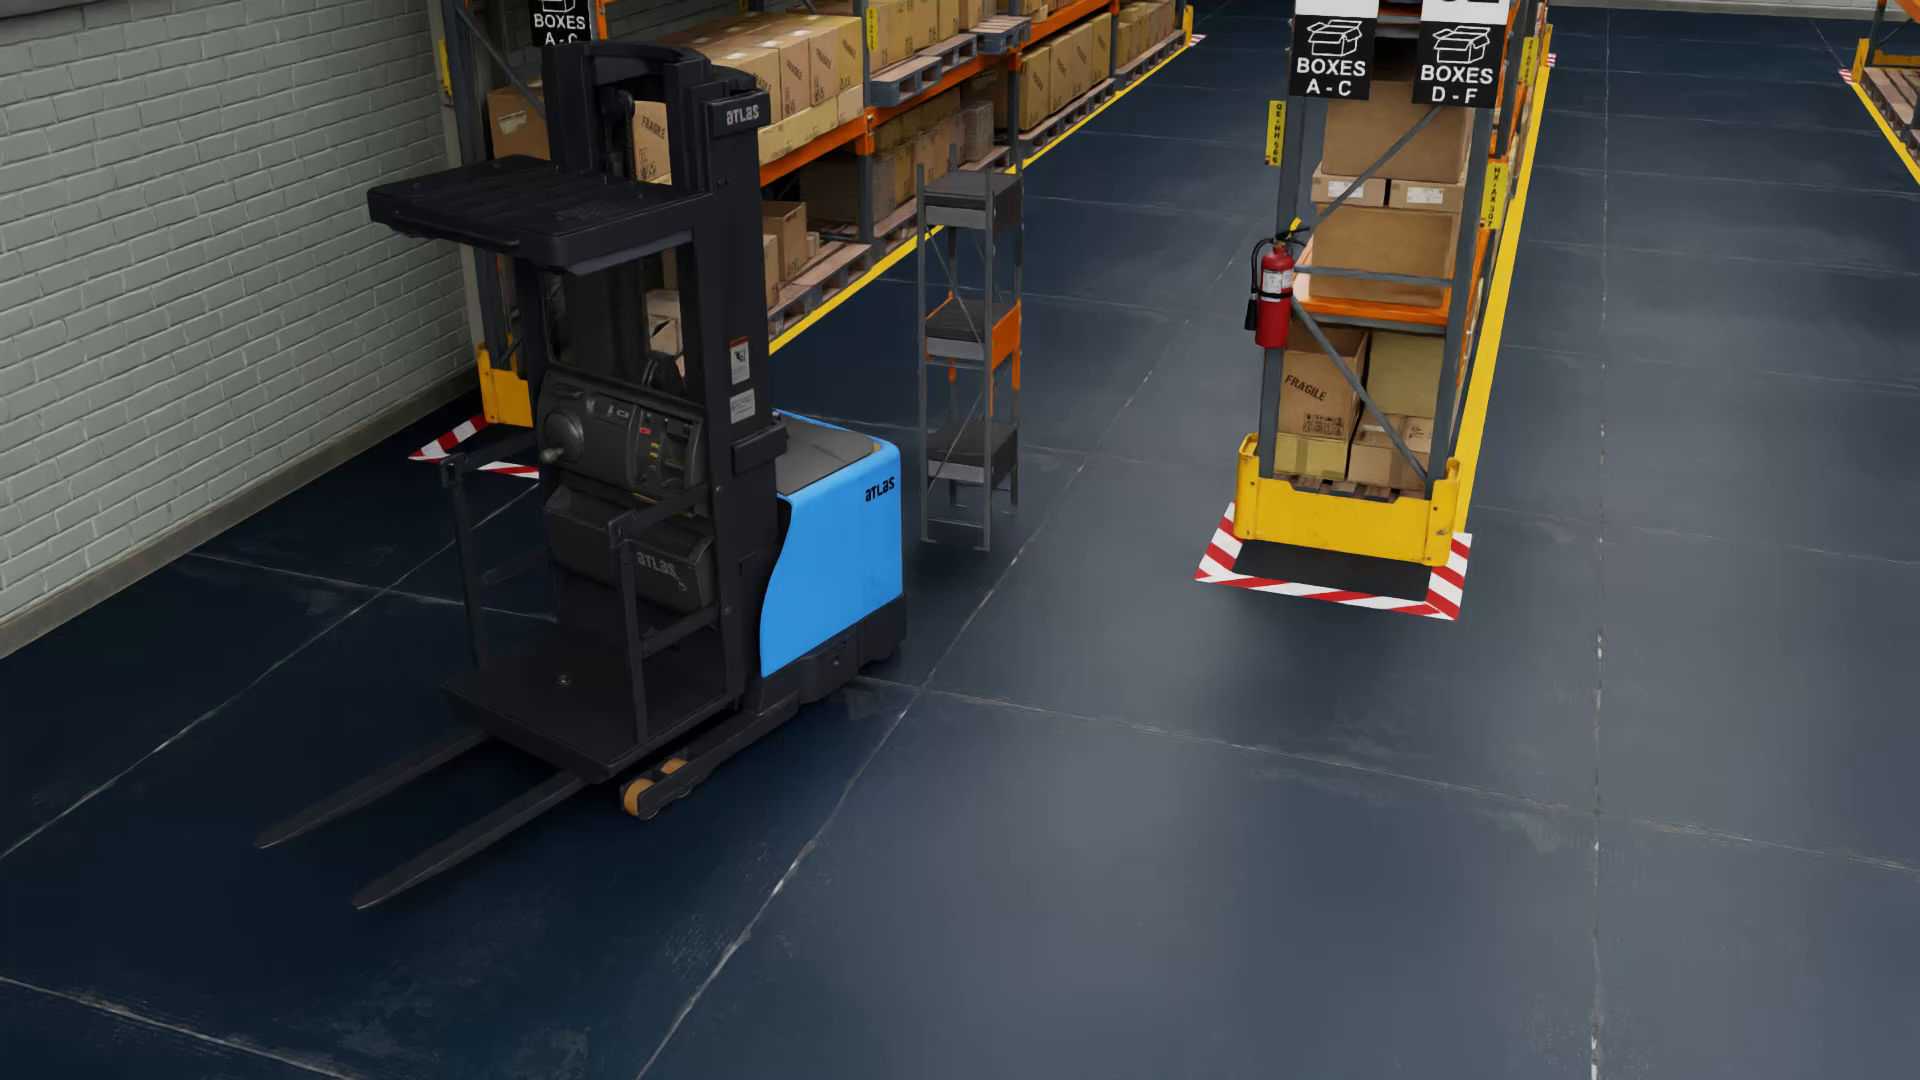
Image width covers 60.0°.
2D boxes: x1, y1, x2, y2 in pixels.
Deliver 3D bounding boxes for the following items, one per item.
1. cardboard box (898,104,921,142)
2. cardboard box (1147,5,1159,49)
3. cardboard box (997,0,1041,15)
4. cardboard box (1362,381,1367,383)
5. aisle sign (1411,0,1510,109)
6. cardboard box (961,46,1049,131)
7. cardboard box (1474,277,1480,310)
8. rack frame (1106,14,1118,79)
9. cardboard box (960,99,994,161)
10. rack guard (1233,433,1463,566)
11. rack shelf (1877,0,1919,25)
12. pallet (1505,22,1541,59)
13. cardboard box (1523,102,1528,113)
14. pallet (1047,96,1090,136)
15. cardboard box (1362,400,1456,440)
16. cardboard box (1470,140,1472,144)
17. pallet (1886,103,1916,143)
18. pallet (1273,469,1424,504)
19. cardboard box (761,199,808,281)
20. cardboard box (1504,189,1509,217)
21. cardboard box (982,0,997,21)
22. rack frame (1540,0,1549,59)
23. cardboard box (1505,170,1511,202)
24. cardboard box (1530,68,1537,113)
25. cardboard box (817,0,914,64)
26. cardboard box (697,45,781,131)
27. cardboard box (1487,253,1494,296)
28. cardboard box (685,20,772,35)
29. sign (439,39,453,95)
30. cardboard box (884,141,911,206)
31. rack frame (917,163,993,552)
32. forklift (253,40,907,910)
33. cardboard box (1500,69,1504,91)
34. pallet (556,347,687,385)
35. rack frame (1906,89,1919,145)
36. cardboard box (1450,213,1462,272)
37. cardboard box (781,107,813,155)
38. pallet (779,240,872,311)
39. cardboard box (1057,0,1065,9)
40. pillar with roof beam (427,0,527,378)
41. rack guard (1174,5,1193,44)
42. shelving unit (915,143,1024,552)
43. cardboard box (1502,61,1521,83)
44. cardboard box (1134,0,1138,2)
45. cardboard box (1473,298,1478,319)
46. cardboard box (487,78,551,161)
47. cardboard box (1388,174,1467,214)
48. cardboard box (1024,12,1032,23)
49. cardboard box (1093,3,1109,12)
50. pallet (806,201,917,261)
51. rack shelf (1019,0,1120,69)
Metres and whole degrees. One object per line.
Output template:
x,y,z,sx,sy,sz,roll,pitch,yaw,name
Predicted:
-0.671,-3.836,15.234,0.500,0.250,0.500,8,27,16,cardboard box
2.308,-7.006,22.664,0.700,0.500,0.500,8,27,16,cardboard box
0.521,-5.719,17.141,0.500,0.500,0.500,10,27,19,cardboard box
2.348,-0.992,10.530,0.500,0.250,0.500,9,27,17,cardboard box
2.395,-2.463,7.912,0.394,0.787,0.004,9,27,17,aisle sign
0.486,-4.873,17.858,0.750,0.750,0.750,8,27,17,cardboard box
3.334,-1.871,11.485,0.500,0.500,0.500,9,27,17,cardboard box
1.449,-7.013,20.292,1.000,3.000,0.127,9,27,17,rack frame
-0.073,-4.138,16.719,0.700,0.500,0.500,9,27,18,cardboard box
2.120,-0.230,9.150,1.175,0.500,0.348,9,27,17,rack guard
11.457,-6.074,19.179,1.077,0.370,4.000,9,27,17,rack shelf
4.950,-4.854,16.054,1.213,0.211,1.003,9,27,17,pallet
5.380,-4.087,16.612,0.500,0.500,0.500,8,27,16,cardboard box
0.859,-4.927,19.183,1.003,0.211,1.213,9,27,17,pallet
2.679,-0.710,9.948,0.500,0.250,0.500,9,27,17,cardboard box
2.804,-2.256,9.608,0.380,0.149,0.250,8,27,16,cardboard box
10.999,-4.629,18.568,1.003,0.211,1.213,9,27,17,pallet
2.343,-0.430,9.895,1.003,0.211,1.213,9,27,17,pallet
-1.521,-2.366,13.058,0.500,0.500,0.500,7,27,14,cardboard box
4.507,-2.933,14.540,0.500,0.250,0.500,9,27,19,cardboard box
-0.029,-5.417,16.377,0.700,0.500,0.500,6,26,11,cardboard box
7.453,-7.940,22.206,1.000,3.000,0.127,9,27,17,rack frame
4.342,-2.978,13.988,0.500,0.311,0.500,10,27,19,cardboard box
6.055,-4.922,18.338,0.500,0.500,0.500,9,27,18,cardboard box
-0.819,-4.401,14.278,0.700,0.500,0.500,12,28,23,cardboard box
-1.590,-3.140,11.581,0.500,0.500,0.500,10,27,19,cardboard box
3.827,-2.089,12.797,0.500,0.250,0.500,8,27,16,cardboard box
-1.742,-3.629,12.592,0.500,0.500,0.500,9,27,17,cardboard box
-3.061,-2.833,9.969,0.100,0.325,0.005,9,27,17,sign
-0.859,-3.323,15.034,0.700,0.500,0.500,8,27,16,cardboard box
-0.026,-0.913,8.726,0.400,2.100,0.015,9,27,17,rack frame
-1.538,-0.406,6.726,1.130,2.935,3.031,18,31,32,forklift
3.571,-3.202,11.563,0.380,0.149,0.250,9,27,17,cardboard box
-2.215,-1.186,11.458,1.003,0.211,1.213,9,27,17,pallet
10.791,-5.576,17.324,1.000,3.000,0.127,9,27,17,rack frame
2.466,-1.816,9.444,0.700,0.500,0.500,9,27,19,cardboard box
-1.411,-3.015,12.185,0.500,0.250,0.500,9,27,17,cardboard box
-1.403,-2.189,13.529,1.003,0.211,1.213,9,27,17,pallet
0.946,-5.998,18.462,0.380,0.149,0.250,9,27,18,cardboard box
0.933,-4.570,8.363,9.100,9.000,0.400,9,27,17,pillar with roof beam
2.788,-7.541,24.252,1.175,0.500,0.348,9,27,17,rack guard
0.055,-1.013,8.933,0.431,2.100,0.503,9,27,17,shelving unit
4.752,-4.129,14.625,0.380,0.149,0.250,9,27,17,cardboard box
2.243,-7.479,22.898,0.380,0.149,0.250,9,27,18,cardboard box
3.335,-1.533,11.648,0.500,0.250,0.500,9,27,17,cardboard box
-2.588,-2.585,10.435,0.500,0.500,0.500,8,27,17,cardboard box
2.462,-1.831,8.731,0.380,0.149,0.250,9,27,17,cardboard box
0.538,-5.469,17.368,0.380,0.149,0.250,9,27,18,cardboard box
1.819,-6.955,21.816,0.380,0.149,0.250,8,27,16,cardboard box
-0.956,-2.790,14.770,1.003,0.211,1.213,9,27,17,pallet
0.783,-5.867,18.751,1.077,0.370,4.000,9,27,17,rack shelf
